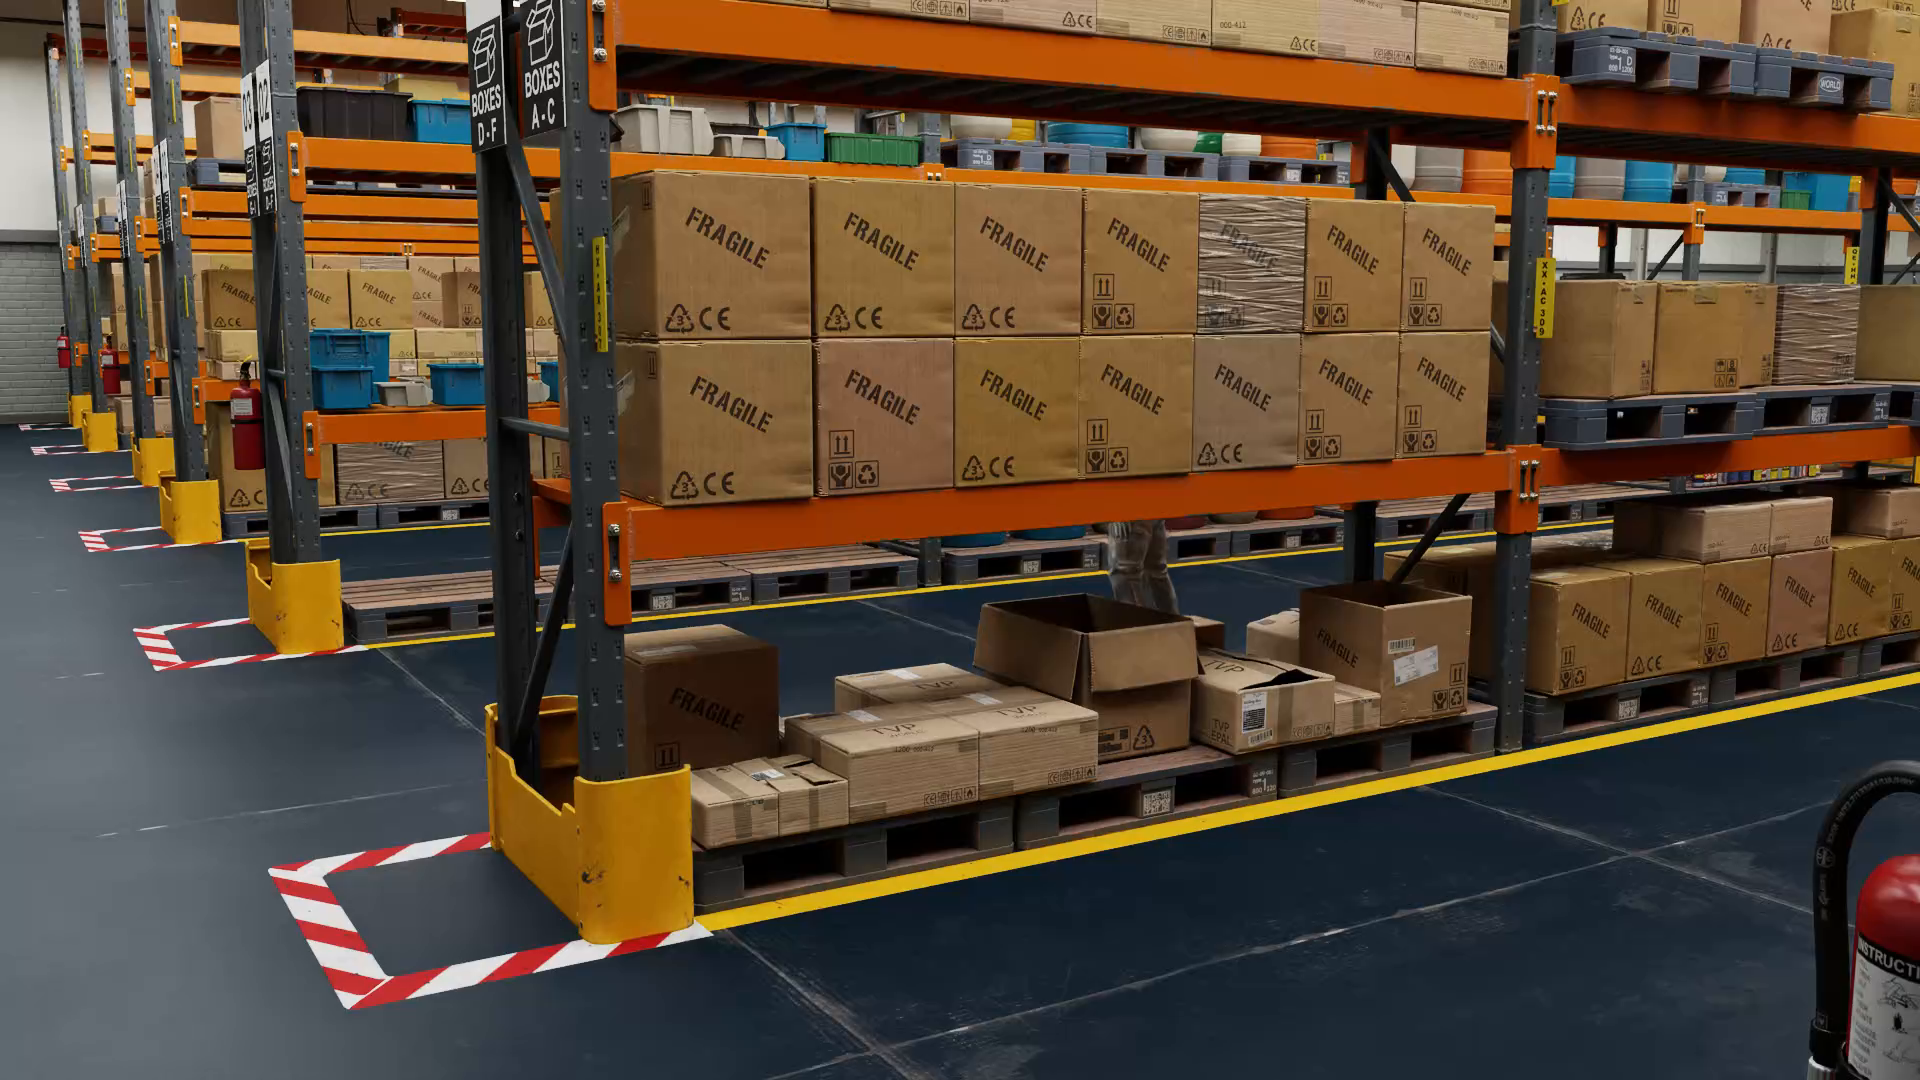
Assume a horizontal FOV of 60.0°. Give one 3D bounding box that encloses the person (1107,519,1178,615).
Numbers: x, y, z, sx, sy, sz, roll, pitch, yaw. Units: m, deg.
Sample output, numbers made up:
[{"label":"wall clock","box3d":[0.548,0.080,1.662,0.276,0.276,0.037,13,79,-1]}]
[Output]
[{"label":"person","box3d":[0.881,-0.196,8.474,0.485,1.785,0.584,2,8,14]}]
